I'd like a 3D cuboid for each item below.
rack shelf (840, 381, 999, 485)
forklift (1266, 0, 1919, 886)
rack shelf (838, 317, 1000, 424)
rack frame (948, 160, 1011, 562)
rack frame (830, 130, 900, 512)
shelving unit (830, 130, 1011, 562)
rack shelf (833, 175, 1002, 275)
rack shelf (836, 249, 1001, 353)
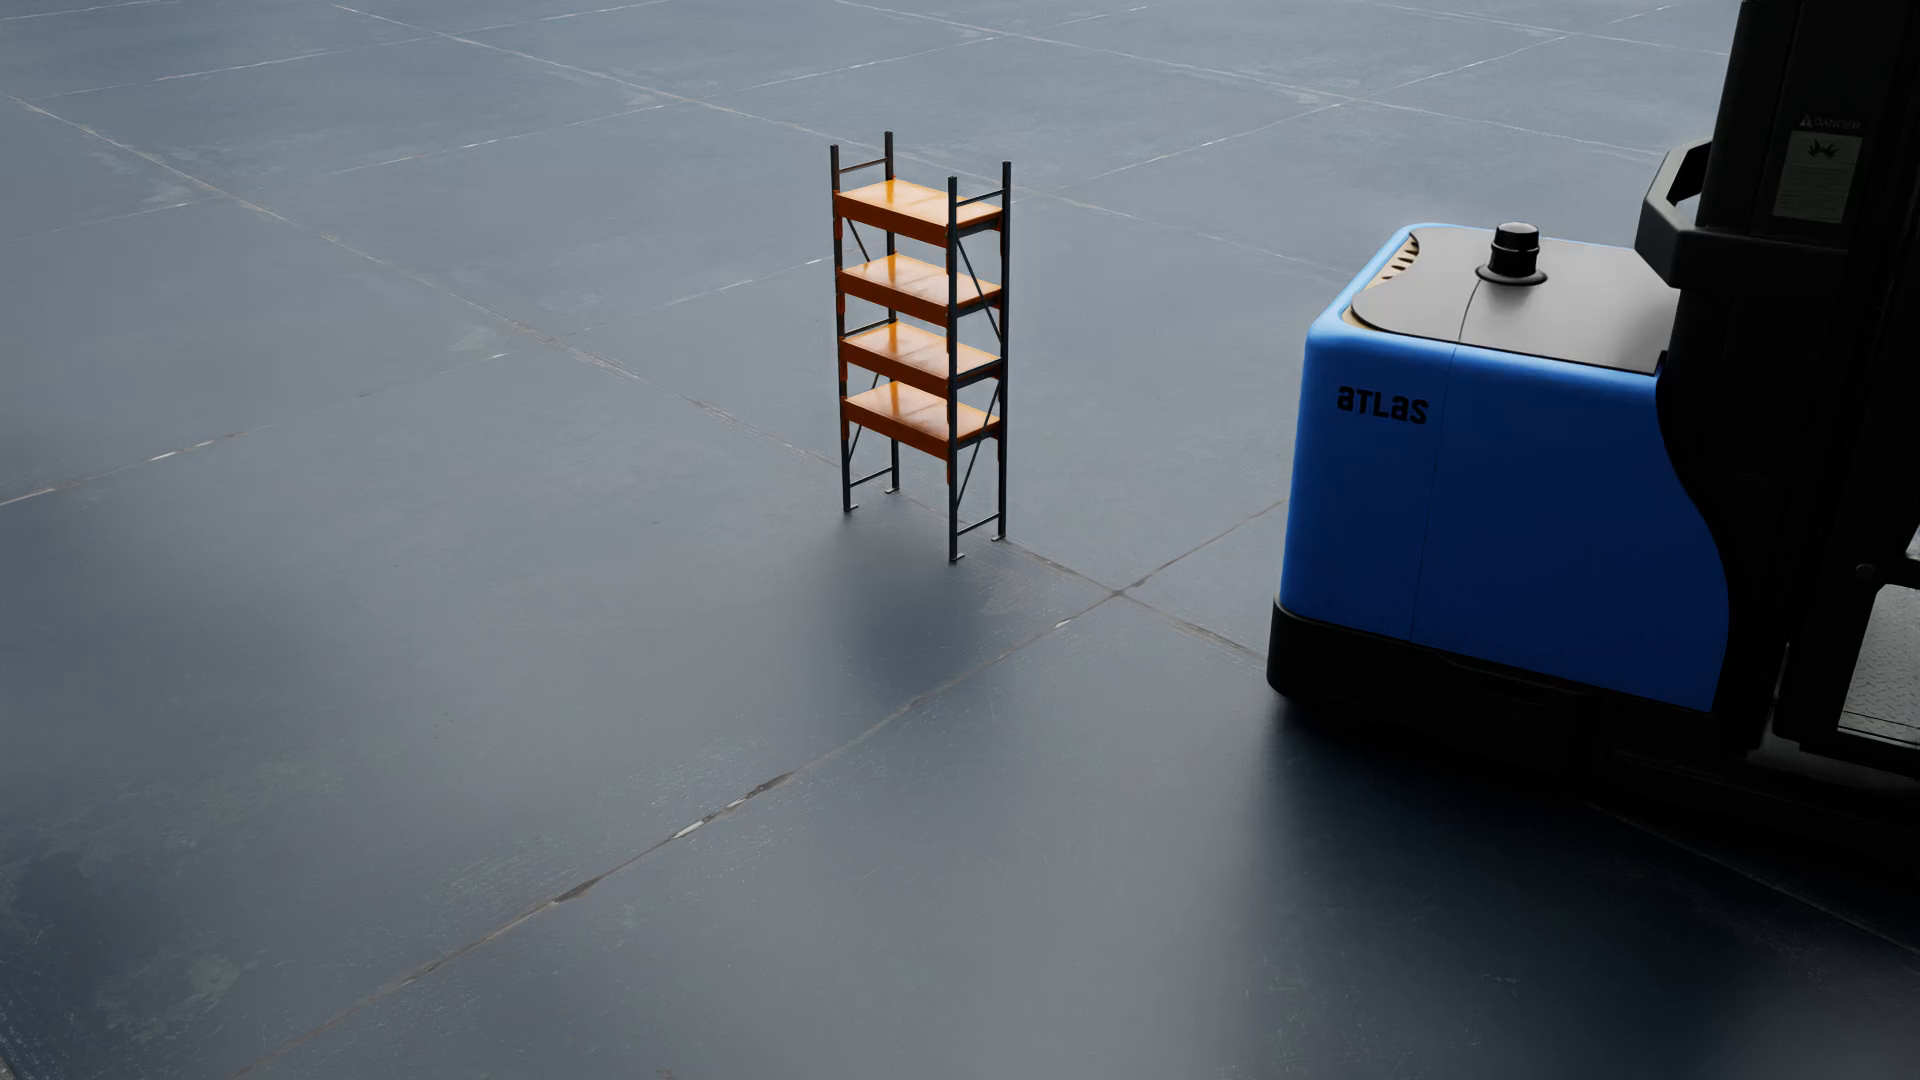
[{"bbox_3d":[-0.118,-0.350,5.197,0.480,0.148,0.258,25,36,38],"label":"rack shelf"},{"bbox_3d":[2.361,-0.740,3.508,3.031,2.935,1.130,13,31,24],"label":"forklift"},{"bbox_3d":[-0.118,-0.526,5.105,0.480,0.148,0.258,25,36,38],"label":"rack shelf"},{"bbox_3d":[0.056,-0.505,4.922,0.015,1.200,0.240,25,36,38],"label":"rack frame"},{"bbox_3d":[-0.292,-0.665,5.225,0.015,1.200,0.240,25,36,38],"label":"rack frame"},{"bbox_3d":[-0.118,-0.585,5.073,0.503,1.200,0.258,25,36,38],"label":"shelving unit"},{"bbox_3d":[-0.118,-0.933,4.891,0.480,0.148,0.258,25,36,38],"label":"rack shelf"},{"bbox_3d":[-0.118,-0.724,5.001,0.480,0.148,0.258,25,36,38],"label":"rack shelf"}]
